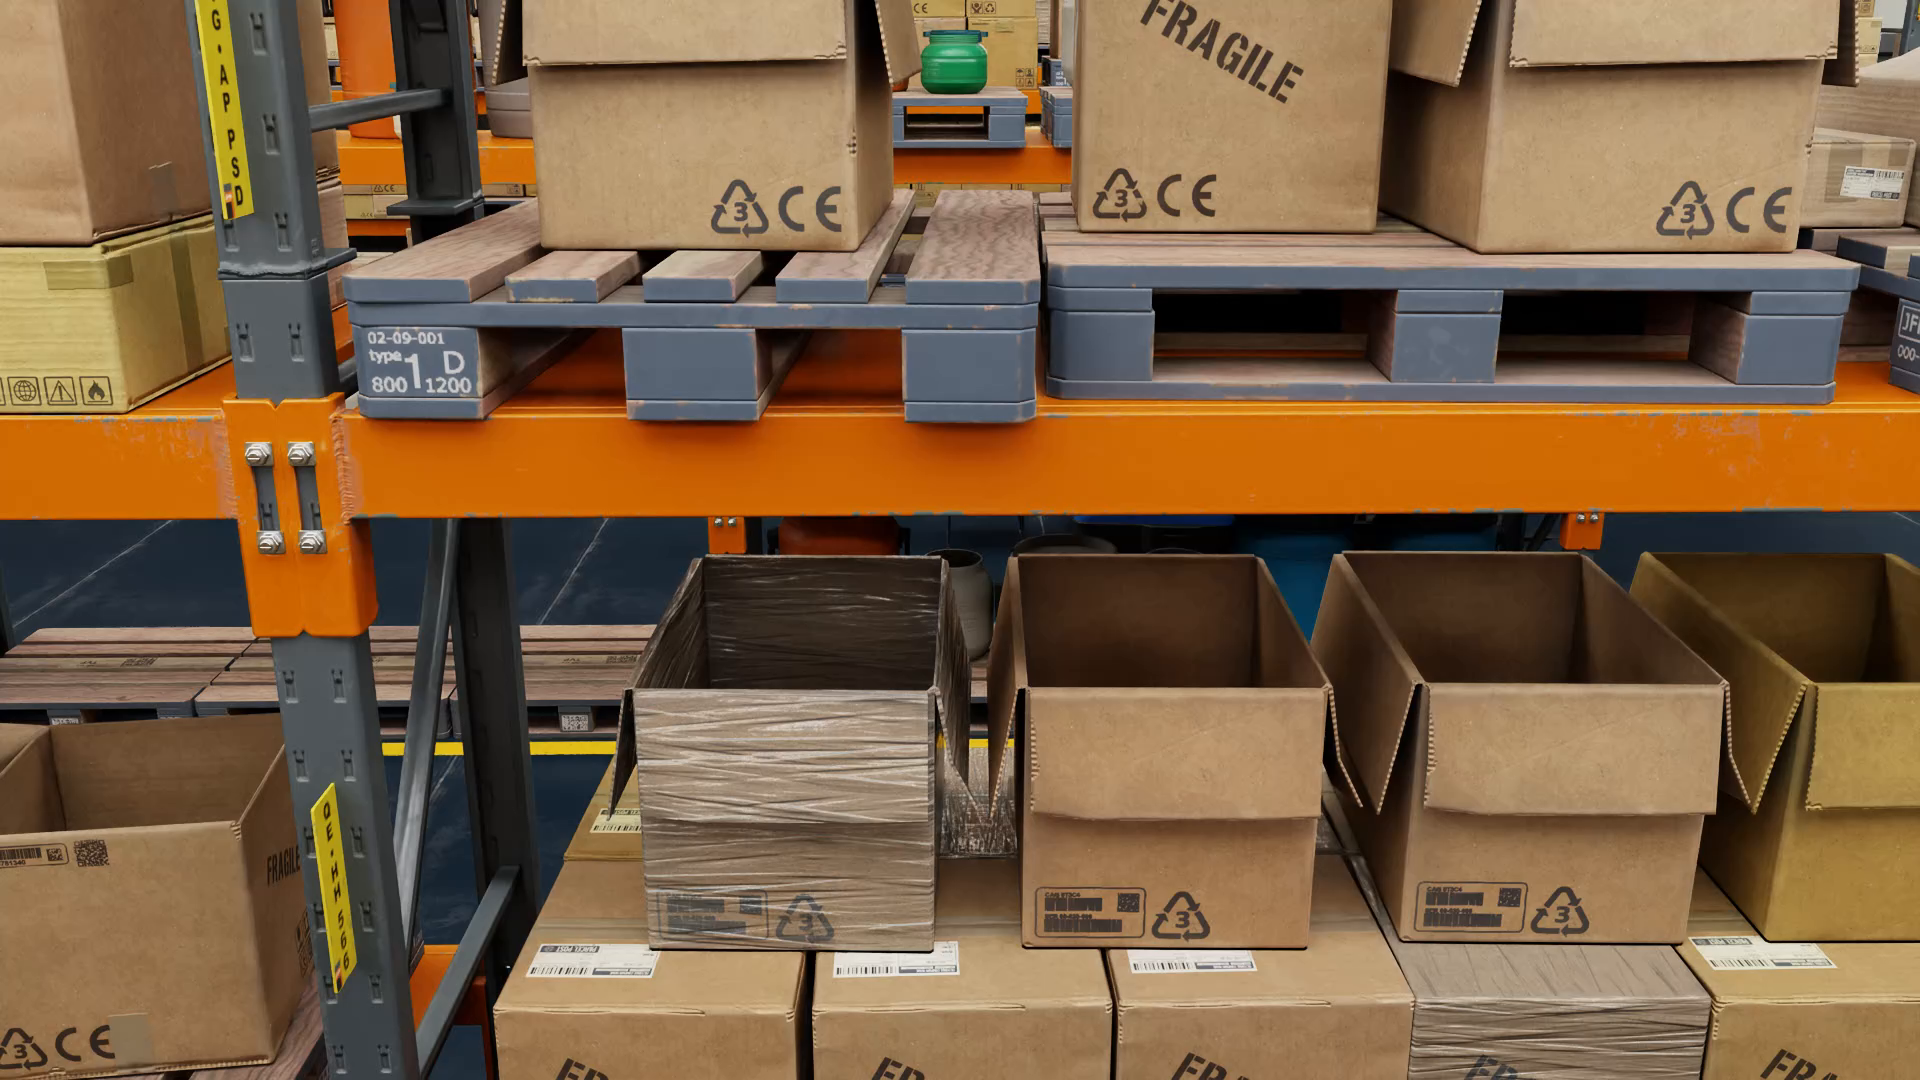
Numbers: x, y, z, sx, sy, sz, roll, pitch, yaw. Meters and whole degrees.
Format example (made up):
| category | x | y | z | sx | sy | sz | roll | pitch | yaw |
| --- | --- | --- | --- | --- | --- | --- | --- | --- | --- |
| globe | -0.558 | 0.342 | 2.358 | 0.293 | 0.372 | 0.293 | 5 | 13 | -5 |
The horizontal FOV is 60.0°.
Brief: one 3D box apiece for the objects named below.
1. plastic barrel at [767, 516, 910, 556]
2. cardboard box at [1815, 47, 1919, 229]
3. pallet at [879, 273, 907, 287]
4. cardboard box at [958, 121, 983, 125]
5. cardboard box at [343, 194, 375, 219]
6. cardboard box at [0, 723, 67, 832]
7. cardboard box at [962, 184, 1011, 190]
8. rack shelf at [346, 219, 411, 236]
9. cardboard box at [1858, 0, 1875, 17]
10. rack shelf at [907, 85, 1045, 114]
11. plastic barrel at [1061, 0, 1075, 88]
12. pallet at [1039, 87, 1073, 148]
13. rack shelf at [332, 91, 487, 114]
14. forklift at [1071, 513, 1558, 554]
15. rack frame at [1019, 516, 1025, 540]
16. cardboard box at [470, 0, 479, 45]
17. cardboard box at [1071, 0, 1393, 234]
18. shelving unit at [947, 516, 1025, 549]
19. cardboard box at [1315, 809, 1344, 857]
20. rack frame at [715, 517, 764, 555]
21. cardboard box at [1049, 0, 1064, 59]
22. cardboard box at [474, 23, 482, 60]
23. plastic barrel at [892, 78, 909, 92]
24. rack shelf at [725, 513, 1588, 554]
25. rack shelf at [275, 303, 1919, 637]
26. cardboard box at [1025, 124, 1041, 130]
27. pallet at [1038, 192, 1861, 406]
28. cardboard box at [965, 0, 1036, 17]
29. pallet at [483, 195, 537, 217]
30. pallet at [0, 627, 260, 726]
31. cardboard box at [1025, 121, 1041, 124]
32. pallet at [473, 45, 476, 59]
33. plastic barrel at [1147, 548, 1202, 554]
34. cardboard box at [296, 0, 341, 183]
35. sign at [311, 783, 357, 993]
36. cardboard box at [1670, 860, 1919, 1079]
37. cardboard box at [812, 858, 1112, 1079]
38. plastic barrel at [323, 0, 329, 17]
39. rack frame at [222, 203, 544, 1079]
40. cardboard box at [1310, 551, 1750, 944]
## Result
| category | x | y | z | sx | sy | sz | roll | pitch | yaw |
| --- | --- | --- | --- | --- | --- | --- | --- | --- | --- |
| plastic barrel | -0.601 | 0.215 | 8.333 | 0.708 | 0.830 | 0.600 | 0 | 18 | -1 |
| cardboard box | 1.889 | -0.726 | 2.947 | 0.500 | 0.311 | 0.500 | -1 | 18 | -3 |
| pallet | -0.488 | -2.057 | 12.865 | 1.003 | 0.211 | 1.213 | 0 | 18 | -1 |
| cardboard box | 0.234 | -4.277 | 17.559 | 0.500 | 0.250 | 0.500 | -1 | 18 | -2 |
| cardboard box | -6.213 | -3.461 | 17.139 | 0.500 | 0.250 | 0.500 | 0 | 18 | -1 |
| cardboard box | -2.108 | 0.702 | 3.097 | 0.500 | 0.500 | 0.700 | 2 | 18 | 7 |
| cardboard box | 0.263 | -3.762 | 17.180 | 0.500 | 0.500 | 0.500 | 0 | 18 | -1 |
| rack shelf | -7.246 | -3.266 | 17.494 | 4.000 | 0.370 | 1.077 | 0 | 18 | -1 |
| cardboard box | 6.321 | -4.107 | 12.229 | 0.500 | 0.500 | 0.700 | 0 | 18 | -1 |
| rack shelf | 0.835 | -3.219 | 12.440 | 4.000 | 0.370 | 1.077 | 0 | 18 | -1 |
| plastic barrel | 0.680 | -2.359 | 7.669 | 0.433 | 0.535 | 0.433 | 0 | 18 | 0 |
| pallet | 0.993 | -1.929 | 7.548 | 1.213 | 0.211 | 1.003 | 0 | 18 | -1 |
| rack shelf | -3.164 | -3.200 | 12.380 | 4.000 | 0.370 | 1.077 | 0 | 18 | -1 |
| forklift | 2.241 | -1.330 | 10.397 | 3.031 | 2.935 | 1.130 | 1 | 18 | 4 |
| rack frame | 0.409 | -1.002 | 10.733 | 0.015 | 2.100 | 0.400 | 0 | 18 | -1 |
| cardboard box | -4.698 | -5.272 | 16.809 | 0.500 | 0.500 | 0.500 | 2 | 18 | 7 |
| cardboard box | 0.459 | -0.830 | 2.963 | 0.500 | 0.500 | 0.500 | 1 | 18 | 2 |
| shelving unit | 0.165 | -1.001 | 10.729 | 0.503 | 2.100 | 0.431 | 0 | 18 | -1 |
| cardboard box | 0.496 | 0.772 | 3.567 | 0.500 | 0.500 | 0.500 | -1 | 18 | -3 |
| rack frame | -1.090 | -0.611 | 8.042 | 0.127 | 3.000 | 1.000 | 0 | 18 | -1 |
| cardboard box | 0.997 | -3.880 | 12.305 | 0.600 | 0.600 | 0.600 | -1 | 18 | -3 |
| cardboard box | -3.251 | -3.652 | 12.169 | 0.500 | 0.250 | 0.500 | -2 | 18 | -6 |
| plastic barrel | -0.522 | -2.446 | 7.460 | 0.708 | 0.830 | 0.600 | 0 | 18 | -1 |
| rack shelf | 0.910 | -0.278 | 8.182 | 4.000 | 0.370 | 1.077 | 0 | 18 | -1 |
| rack shelf | 0.988 | -0.194 | 3.008 | 4.000 | 0.370 | 1.077 | 0 | 18 | -1 |
| cardboard box | 0.759 | -4.127 | 17.091 | 0.500 | 0.250 | 0.500 | -1 | 18 | -2 |
| pallet | 0.749 | -0.462 | 2.977 | 1.213 | 0.211 | 1.003 | 1 | 18 | 2 |
| cardboard box | 0.292 | -4.081 | 12.148 | 0.500 | 0.500 | 0.500 | 0 | 18 | -1 |
| pallet | -4.479 | -3.486 | 17.317 | 1.213 | 0.211 | 1.003 | 0 | 18 | -1 |
| pallet | -4.305 | 0.720 | 8.457 | 1.213 | 0.211 | 1.003 | 0 | 18 | -1 |
| cardboard box | 0.743 | -4.280 | 17.567 | 0.500 | 0.250 | 0.500 | -1 | 18 | -2 |
| pallet | -4.627 | -4.927 | 16.893 | 1.003 | 0.211 | 1.213 | 0 | 18 | -1 |
| plastic barrel | 1.091 | 0.330 | 8.492 | 0.421 | 0.512 | 0.421 | 0 | 18 | 0 |
| cardboard box | -1.486 | -0.889 | 3.015 | 0.500 | 0.500 | 0.500 | 0 | 18 | 0 |
| sign | -0.994 | 0.554 | 2.645 | 0.005 | 0.325 | 0.100 | 0 | 18 | -1 |
| cardboard box | 1.507 | 0.925 | 3.089 | 0.500 | 0.500 | 0.500 | 0 | 18 | -2 |
| cardboard box | -0.006 | 0.931 | 3.070 | 0.500 | 0.500 | 0.500 | -1 | 18 | -2 |
| plastic barrel | -3.276 | -2.334 | 7.681 | 0.708 | 0.901 | 0.600 | 0 | 18 | -1 |
| rack frame | -1.012 | 0.902 | 3.327 | 0.127 | 3.000 | 1.000 | 0 | 18 | -1 |
| cardboard box | 1.042 | 0.370 | 3.177 | 0.637 | 0.503 | 0.797 | 0 | 18 | 1 |
